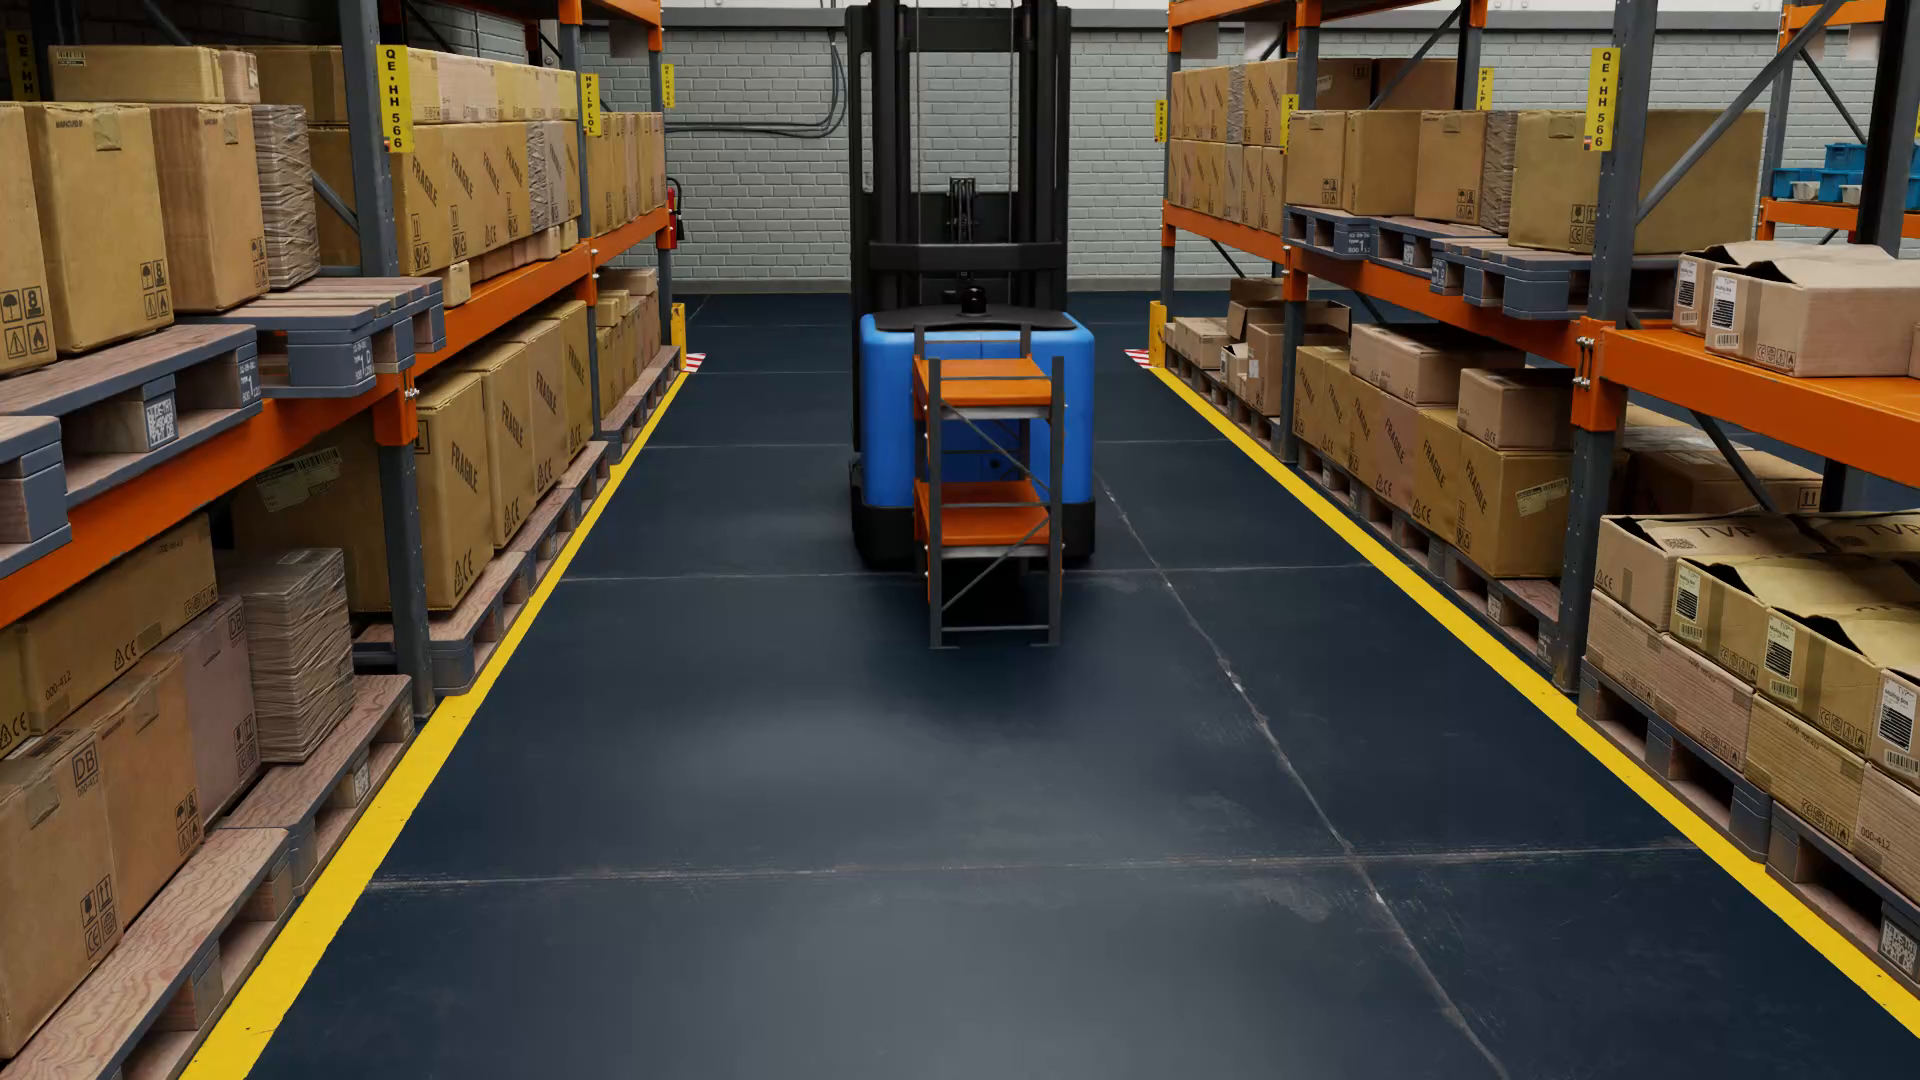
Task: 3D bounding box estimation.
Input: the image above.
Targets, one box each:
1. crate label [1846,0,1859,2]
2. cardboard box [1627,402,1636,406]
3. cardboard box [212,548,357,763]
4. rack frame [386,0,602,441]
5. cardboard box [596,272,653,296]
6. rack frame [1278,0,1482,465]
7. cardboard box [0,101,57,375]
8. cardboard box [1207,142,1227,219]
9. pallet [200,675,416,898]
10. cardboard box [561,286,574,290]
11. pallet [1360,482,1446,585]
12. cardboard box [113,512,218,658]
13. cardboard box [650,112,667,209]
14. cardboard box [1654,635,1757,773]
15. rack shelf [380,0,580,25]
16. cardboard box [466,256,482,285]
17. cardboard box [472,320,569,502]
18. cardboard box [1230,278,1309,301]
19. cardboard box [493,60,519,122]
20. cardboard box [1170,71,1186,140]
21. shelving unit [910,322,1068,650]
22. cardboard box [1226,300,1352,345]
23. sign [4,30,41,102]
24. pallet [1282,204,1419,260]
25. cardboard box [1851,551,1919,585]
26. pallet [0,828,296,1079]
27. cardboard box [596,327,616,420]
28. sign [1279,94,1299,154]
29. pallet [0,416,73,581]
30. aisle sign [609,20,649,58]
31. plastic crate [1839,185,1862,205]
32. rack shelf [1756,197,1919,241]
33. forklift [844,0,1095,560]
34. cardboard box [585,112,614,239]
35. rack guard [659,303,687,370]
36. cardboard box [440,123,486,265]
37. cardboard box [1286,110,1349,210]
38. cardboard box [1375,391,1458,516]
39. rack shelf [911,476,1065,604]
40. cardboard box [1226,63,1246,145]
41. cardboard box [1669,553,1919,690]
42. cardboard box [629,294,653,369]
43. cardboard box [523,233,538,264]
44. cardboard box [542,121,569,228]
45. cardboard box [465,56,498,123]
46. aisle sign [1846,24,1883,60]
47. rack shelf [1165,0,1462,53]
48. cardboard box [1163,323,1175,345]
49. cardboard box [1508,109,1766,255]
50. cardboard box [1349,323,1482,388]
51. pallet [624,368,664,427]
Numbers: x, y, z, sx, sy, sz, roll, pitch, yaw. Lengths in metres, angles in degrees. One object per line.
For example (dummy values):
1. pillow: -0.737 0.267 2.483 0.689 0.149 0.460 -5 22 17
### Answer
1. crate label: 6.818 -4.134 12.354 0.408 0.251 0.502 -1 14 -3
2. cardboard box: 2.790 -0.428 7.802 0.500 0.500 0.500 -1 14 -5
3. cardboard box: -2.212 0.330 4.857 0.700 0.500 0.500 -1 14 -3
4. rack frame: -2.557 -1.840 9.159 1.000 3.000 0.127 -1 14 -3
5. cardboard box: -2.455 -1.877 12.173 0.380 0.149 0.250 0 14 -2
6. rack frame: 2.387 -1.918 9.460 1.000 3.000 0.127 -1 14 -3
7. cardboard box: -2.158 -0.542 3.028 0.700 0.500 0.500 1 14 4
8. cardboard box: 1.998 -2.469 11.402 0.500 0.500 0.500 -1 14 -3
9. pallet: -2.262 0.699 4.885 1.003 0.211 1.213 -1 14 -3
10. cardboard box: -2.773 -1.619 11.172 0.380 0.149 0.250 -1 14 -4
11. pallet: 2.554 -0.061 7.841 1.003 0.211 1.213 -1 14 -3
12. cardboard box: -2.240 0.110 4.208 0.500 0.250 0.500 -1 14 -2
13. cardboard box: -2.763 -2.854 12.496 0.980 0.700 0.700 0 14 -1
14. cardboard box: 2.406 0.465 4.874 0.500 0.250 0.500 -1 14 -5
15. rack shelf: -2.433 -2.447 6.942 1.077 0.370 4.000 -1 14 -3
16. cardboard box: -2.206 -1.139 6.896 0.380 0.149 0.250 -1 14 -3
17. cardboard box: -2.329 -0.622 7.895 0.750 0.750 0.750 0 14 -2
18. cardboard box: 2.419 -1.784 13.072 0.500 0.500 0.500 -1 14 -3
19. cardboard box: -2.187 -1.913 7.097 0.500 0.250 0.500 -1 14 -5
20. cardboard box: 1.904 -3.331 12.745 0.500 0.500 0.500 0 14 -2
21. shelving unit: 0.095 -0.256 6.765 0.538 1.125 1.048 -1 14 -4
22. cardboard box: 2.266 -1.389 11.532 0.797 0.503 0.637 -1 14 -3
23. sign: -2.863 -1.397 5.112 0.100 0.325 0.005 -1 14 -3
24. pallet: 2.328 -1.624 8.705 1.003 0.211 1.213 -1 14 -3
25. cardboard box: 2.952 0.189 4.821 0.500 0.311 0.500 -1 14 -4
26. pallet: -2.190 1.002 3.708 1.003 0.211 1.213 -1 14 -3
27. cardboard box: -2.501 -1.021 10.147 0.700 0.500 0.500 -1 14 -3
28. sign: 1.846 -2.327 9.312 0.100 0.325 0.005 -1 14 -3
29. pallet: -1.963 0.050 2.198 1.003 0.211 1.213 -1 14 -3
30. aisle sign: -2.510 -4.117 12.789 0.394 0.787 0.004 -1 14 -3
31. plastic crate: 6.749 -2.573 12.416 0.250 0.136 0.298 -1 14 -3
32. rack shelf: 7.207 -2.142 11.776 1.077 0.370 4.000 -1 14 -3
33. forklift: -0.026 -1.645 8.539 1.130 2.935 3.031 -1 14 -4
34. cardboard box: -2.574 -2.121 9.647 0.980 0.700 0.700 -1 14 -3
35. rack guard: -2.806 -1.631 13.360 1.175 0.500 0.348 -1 14 -3
36. cardboard box: -2.107 -1.303 6.232 0.500 0.500 0.500 0 14 -2
37. cardboard box: 2.193 -2.048 8.924 0.700 0.500 0.500 -6 16 -22
38. cardboard box: 2.272 -0.414 7.747 0.500 0.500 0.500 -1 14 -6
39. rack shelf: 0.095 -0.020 6.826 0.538 0.278 1.000 -1 14 -4
40. cardboard box: 2.032 -2.825 10.778 0.500 0.500 0.500 -1 14 -3
41. cardboard box: 2.415 0.199 4.783 0.500 0.311 0.500 -1 14 -5
42. cardboard box: -2.630 -1.531 12.130 0.700 0.500 0.500 -1 14 -4
43. cardboard box: -2.219 -1.395 7.891 0.380 0.149 0.250 -1 14 -3
44. cardboard box: -2.235 -1.805 8.184 0.500 0.500 0.500 -1 14 -3
45. cardboard box: -2.149 -1.786 6.604 0.500 0.250 0.500 -1 14 -3
46. aisle sign: 7.371 -4.269 13.383 0.394 0.787 0.004 -1 14 -3
47. rack shelf: 2.263 -3.519 11.109 1.077 0.370 4.000 -1 14 -3
48. cardboard box: 1.822 -1.635 13.201 0.380 0.149 0.250 -1 14 -3
49. cardboard box: 2.483 -1.330 6.131 0.700 0.500 0.500 -6 16 -22
50. cardboard box: 2.236 -0.911 8.174 0.500 0.250 0.500 -1 14 -3
51. pallet: -2.604 -0.984 11.428 1.003 0.211 1.213 -1 14 -3
